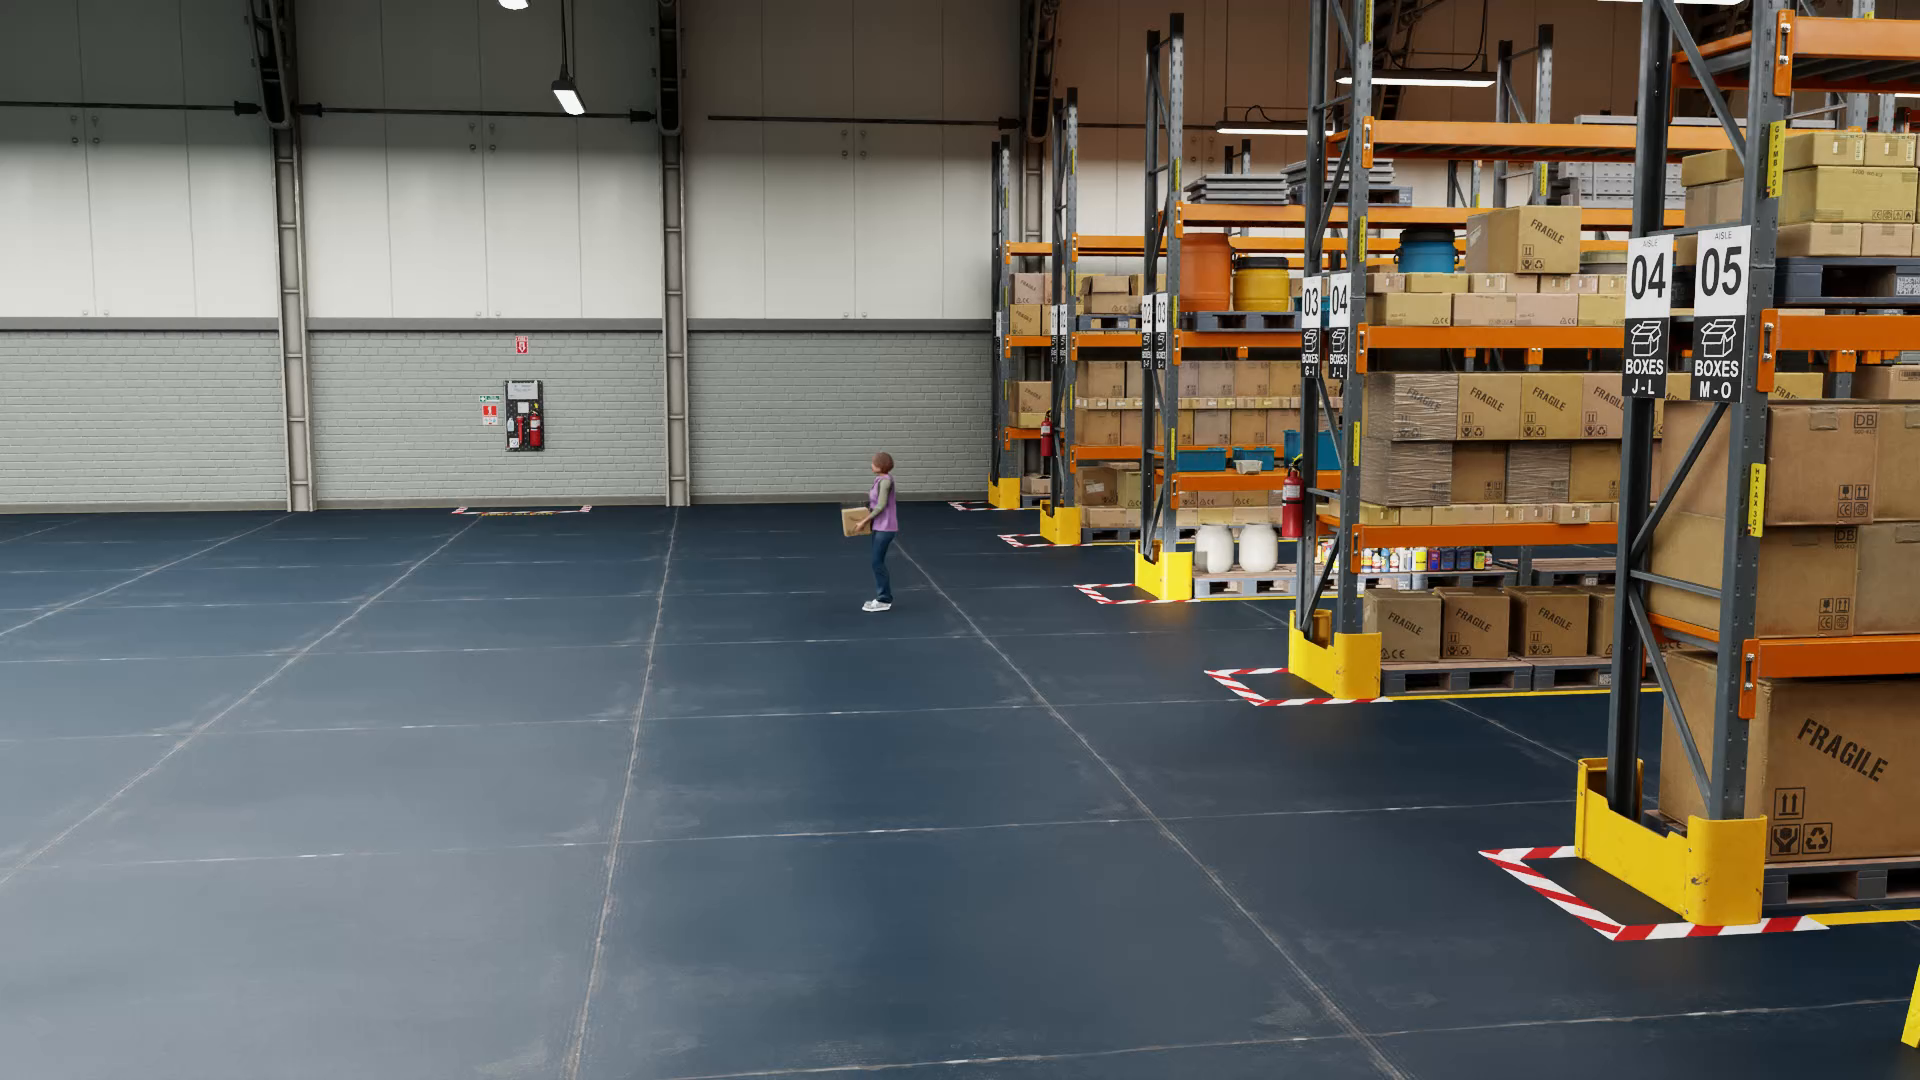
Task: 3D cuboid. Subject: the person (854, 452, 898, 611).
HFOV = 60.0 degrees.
[{"bbox_3d":[-0.856,-0.090,16.751,0.461,1.602,0.440,-1,7,-9],"label":"person"}]
